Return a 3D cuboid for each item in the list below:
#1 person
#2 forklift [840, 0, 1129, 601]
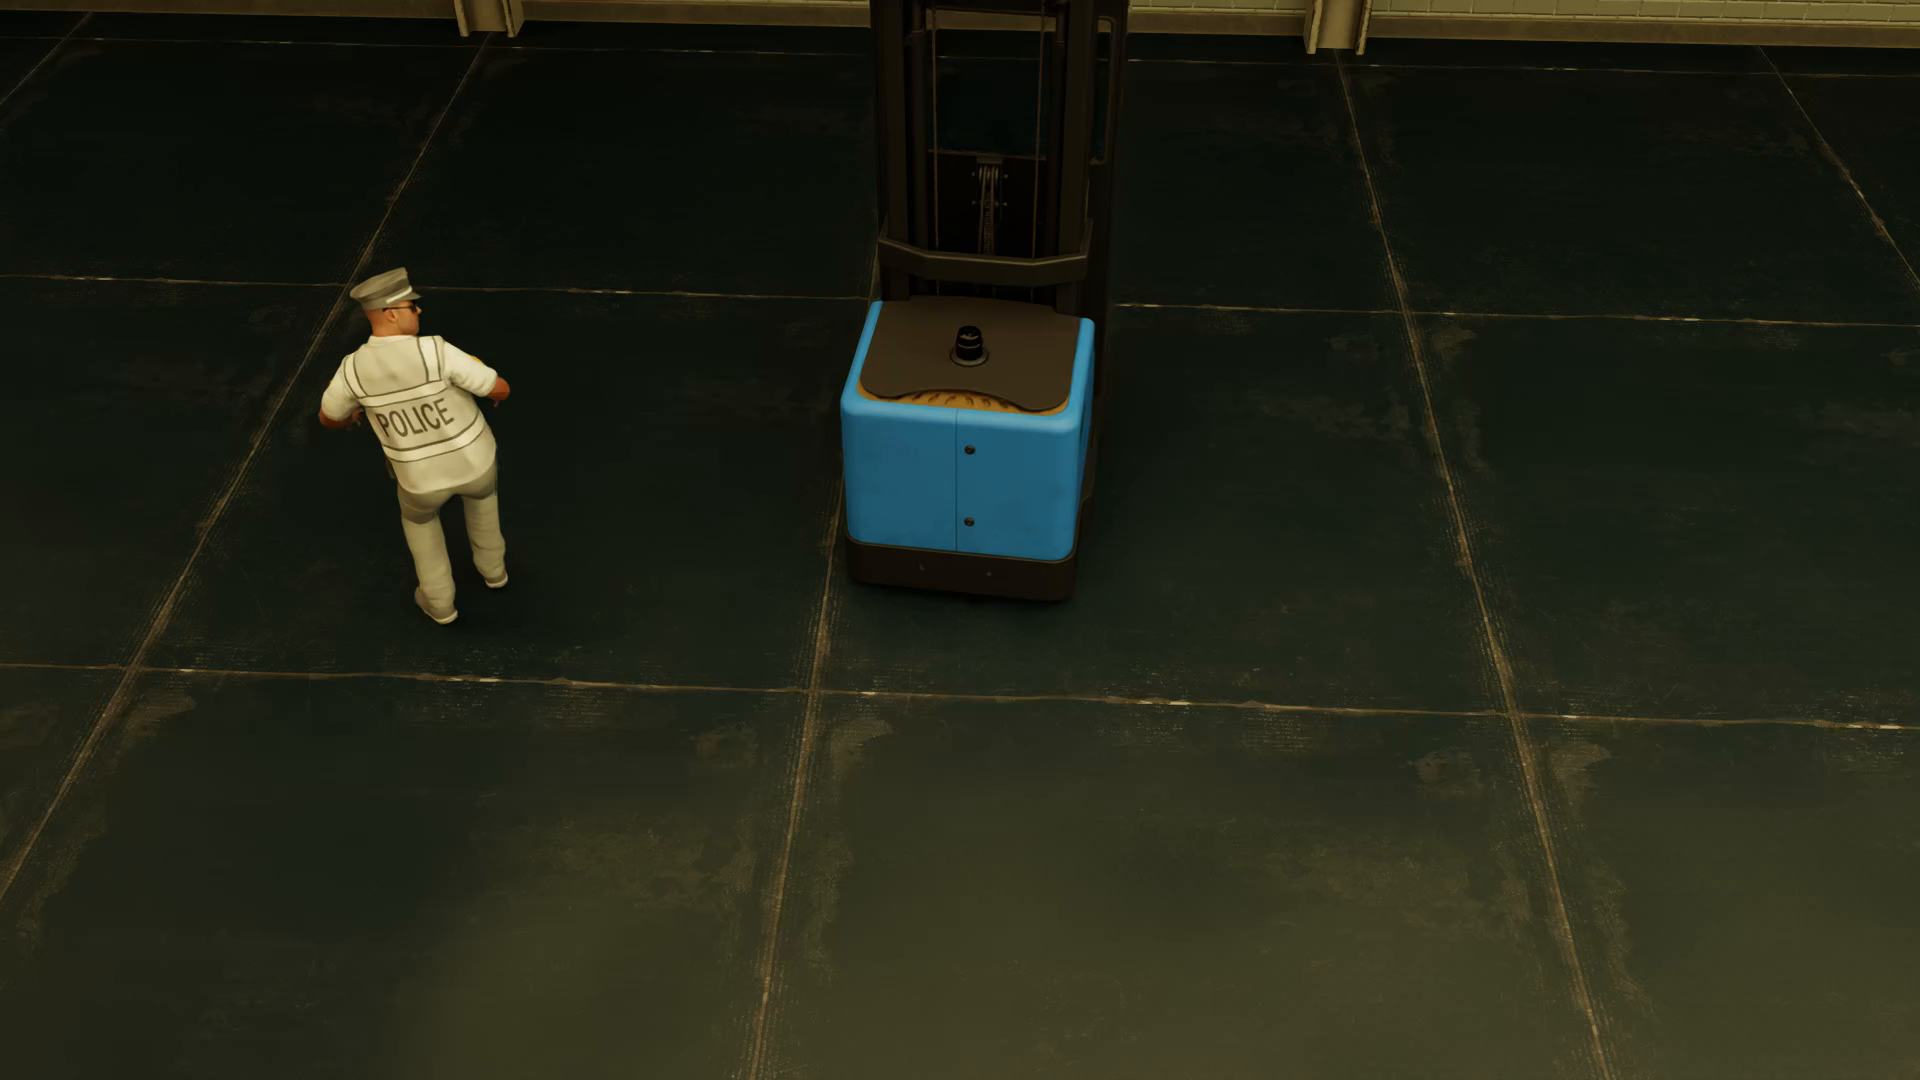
[{"bbox_3d":[-2.280,-0.401,7.124,0.775,1.717,0.633,-12,44,-13],"label":"person"},{"bbox_3d":[0.199,-1.804,7.718,1.130,2.935,3.031,6,43,6],"label":"forklift"}]
